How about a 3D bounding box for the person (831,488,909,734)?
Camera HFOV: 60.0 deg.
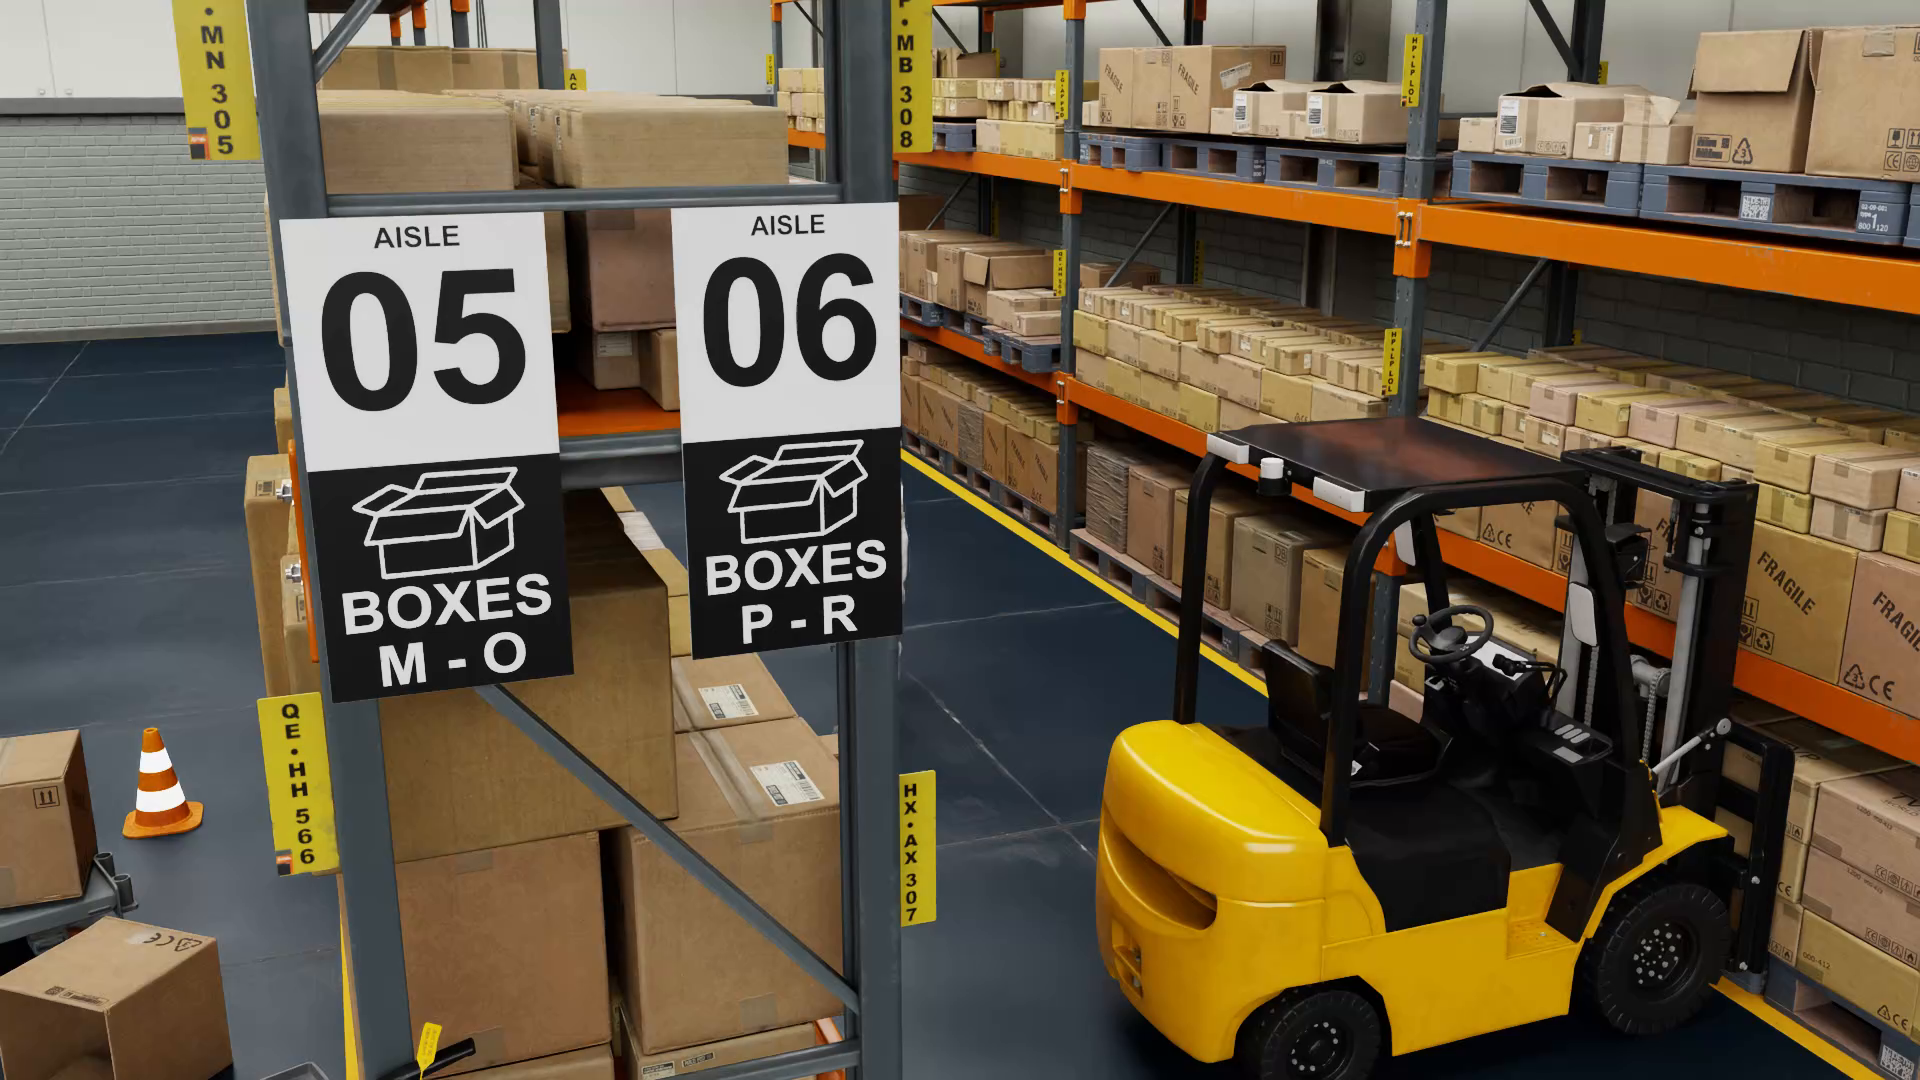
[{"bbox_3d":[-0.505,0.161,8.871,0.487,1.656,0.769,9,18,28],"label":"person"}]
